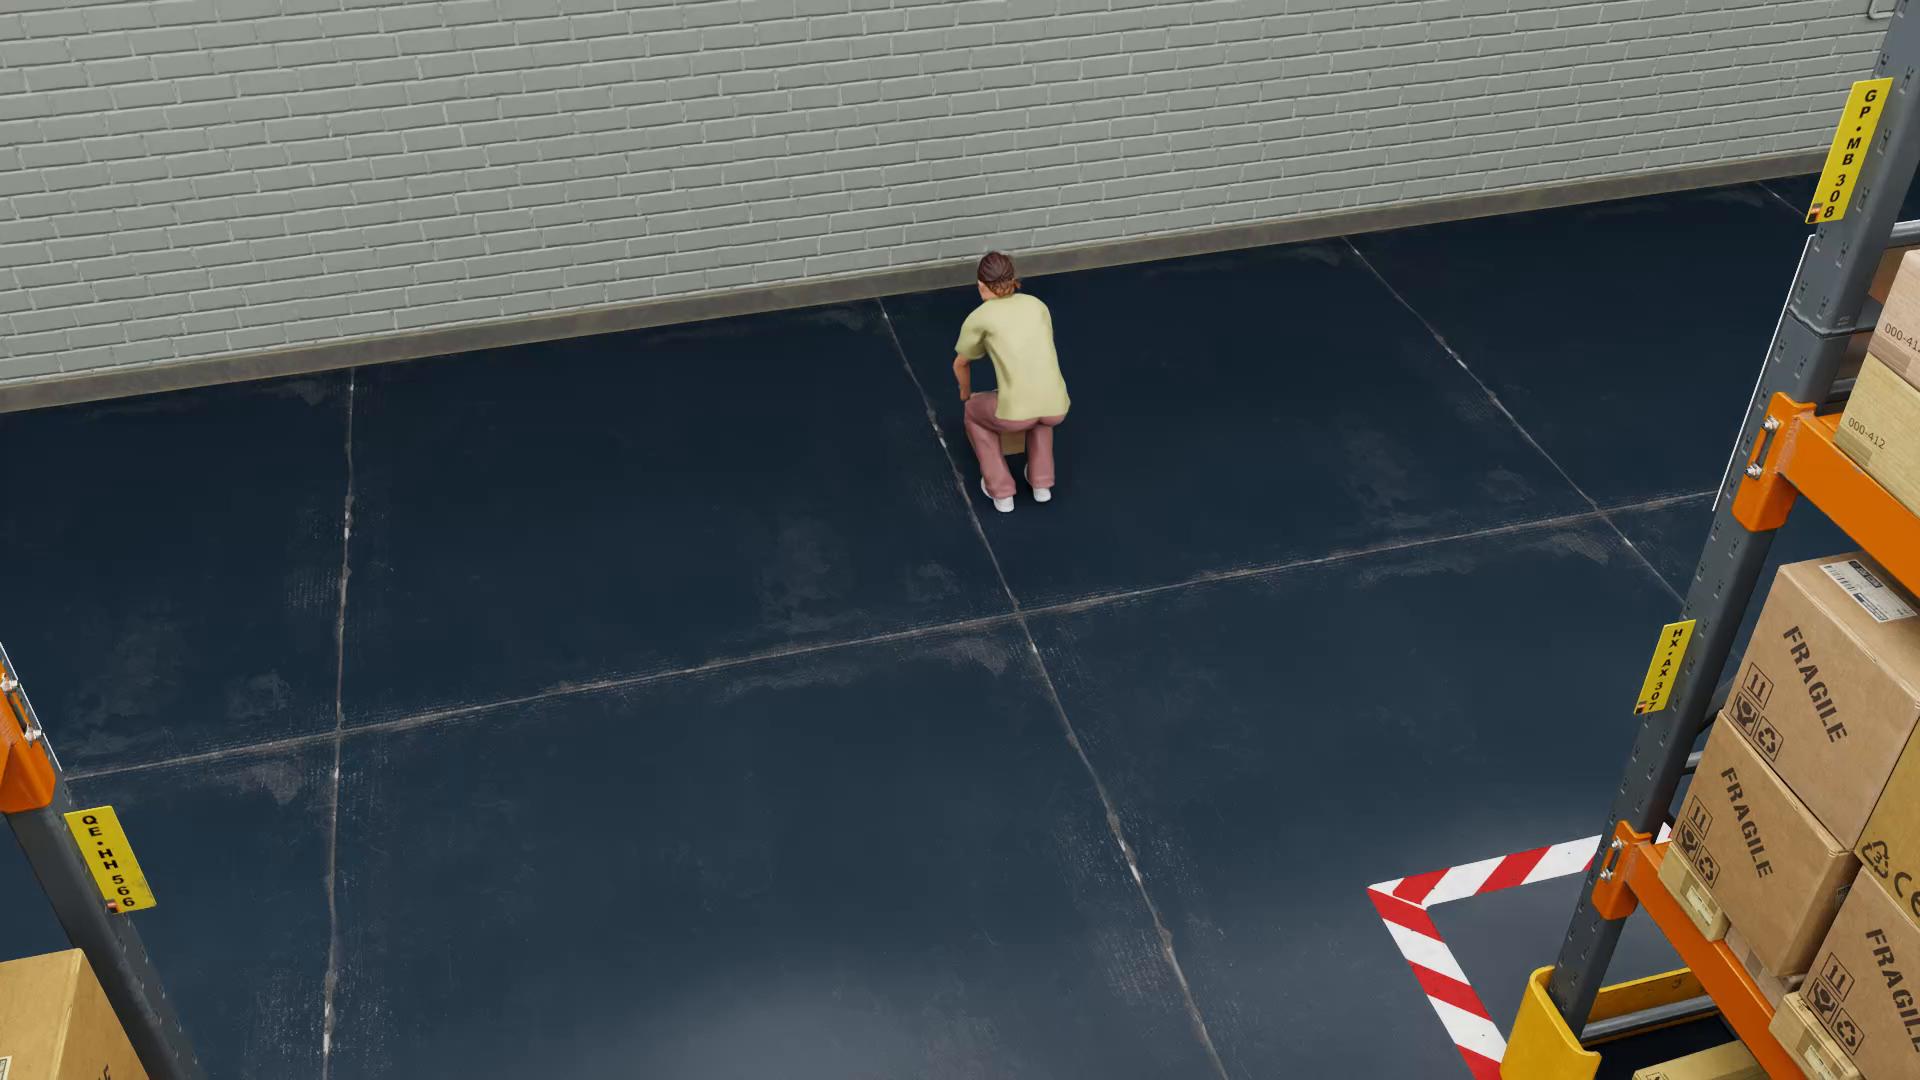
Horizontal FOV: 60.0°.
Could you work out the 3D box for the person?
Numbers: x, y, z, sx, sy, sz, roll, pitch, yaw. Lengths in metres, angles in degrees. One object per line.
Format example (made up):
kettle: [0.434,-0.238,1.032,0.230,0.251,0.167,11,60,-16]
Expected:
person: [0.241,-0.733,8.040,0.506,1.186,0.730,-9,39,-12]
